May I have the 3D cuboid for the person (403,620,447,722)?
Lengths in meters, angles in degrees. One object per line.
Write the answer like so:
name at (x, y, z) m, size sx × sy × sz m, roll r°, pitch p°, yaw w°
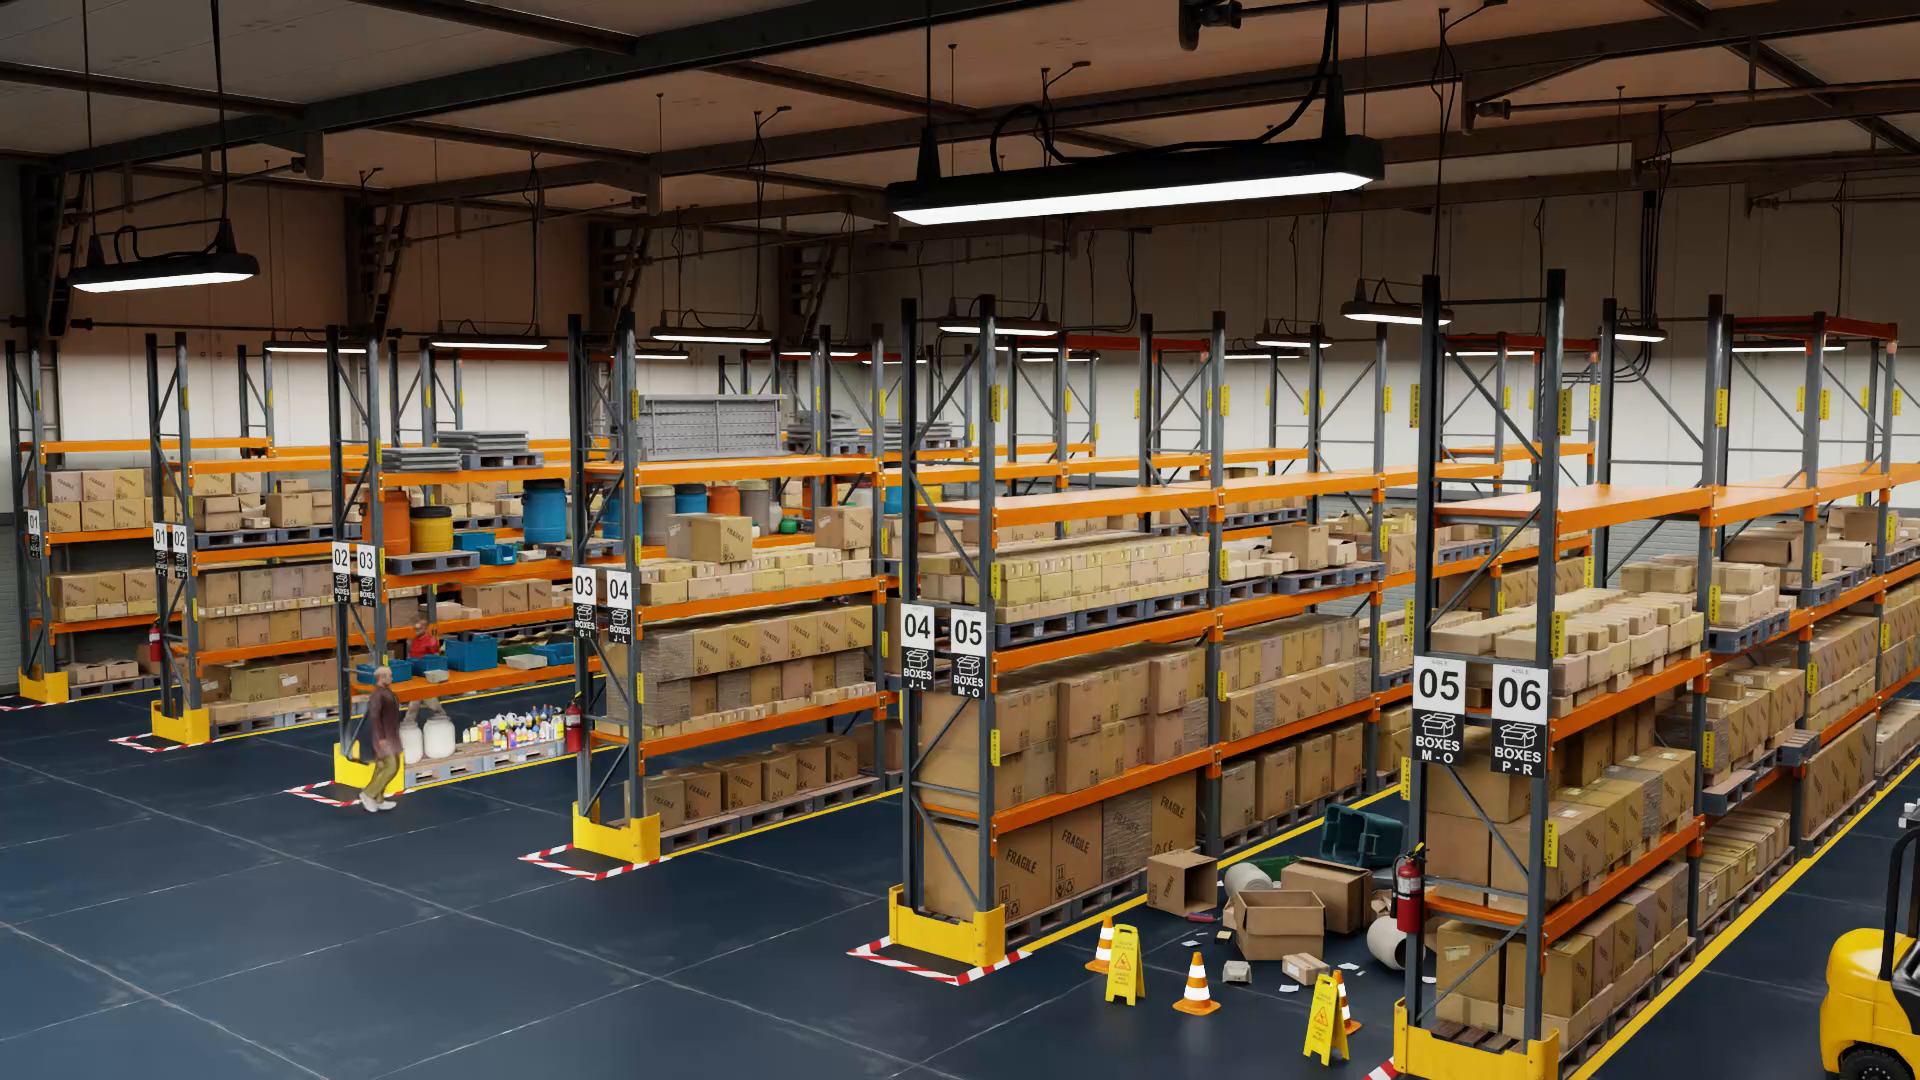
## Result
person at (-8.232, 2.043, 25.271) m, size 0.539 × 1.666 × 1.000 m, roll 5°, pitch 7°, yaw 43°

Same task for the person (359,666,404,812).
person at (-7.098, 2.438, 20.446) m, size 0.542 × 1.759 × 0.714 m, roll -1°, pitch 5°, yaw -9°
